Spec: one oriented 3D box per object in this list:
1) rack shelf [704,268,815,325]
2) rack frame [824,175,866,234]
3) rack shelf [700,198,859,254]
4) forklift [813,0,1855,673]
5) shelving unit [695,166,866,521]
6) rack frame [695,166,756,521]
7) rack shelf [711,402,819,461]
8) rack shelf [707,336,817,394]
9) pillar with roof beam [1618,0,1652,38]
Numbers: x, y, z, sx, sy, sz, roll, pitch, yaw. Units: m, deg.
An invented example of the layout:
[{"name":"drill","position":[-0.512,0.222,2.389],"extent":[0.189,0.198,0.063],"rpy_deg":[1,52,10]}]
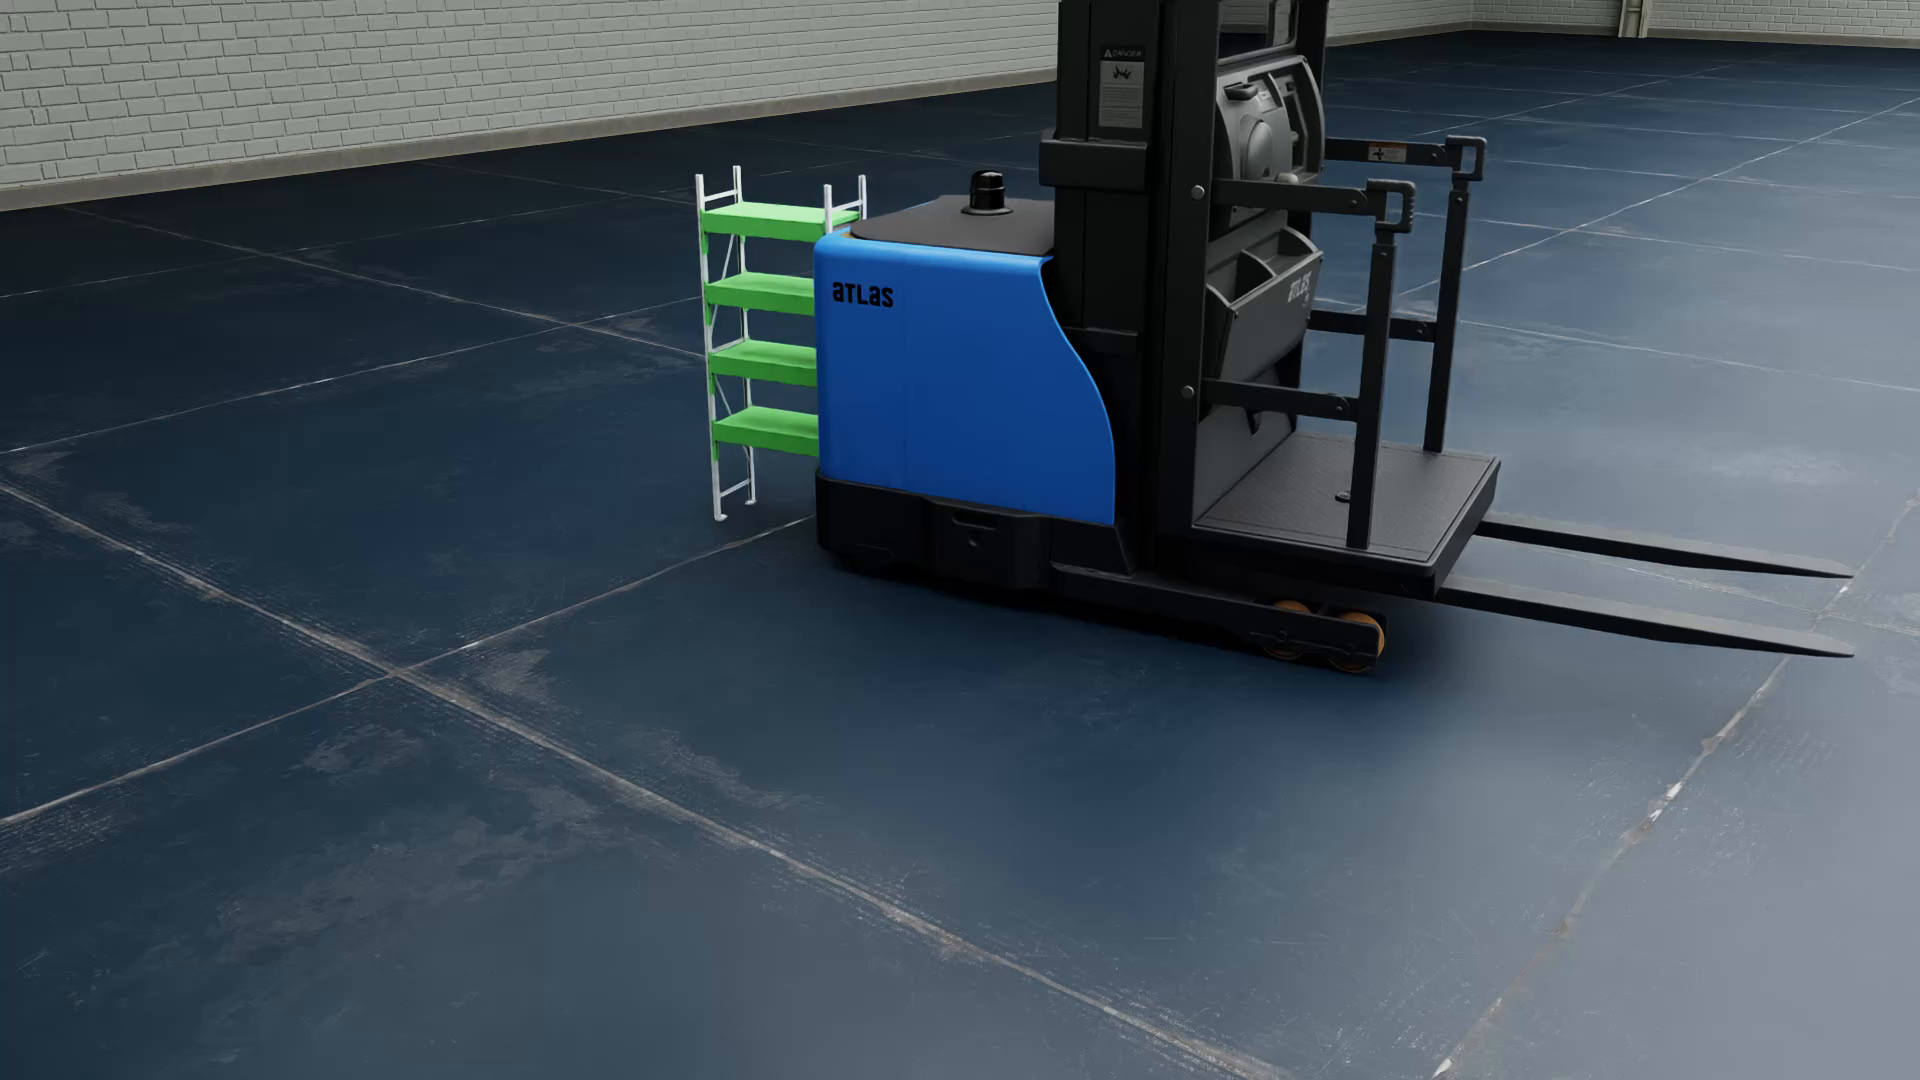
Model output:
[{"name":"rack shelf","position":[-0.586,-0.793,5.572],"extent":[0.480,0.148,0.258],"rpy_deg":[10,23,25]},{"name":"rack frame","position":[-0.368,-0.590,5.532],"extent":[0.015,1.200,0.240],"rpy_deg":[10,23,25]},{"name":"rack shelf","position":[-0.586,-1.018,5.488],"extent":[0.480,0.148,0.258],"rpy_deg":[10,23,25]},{"name":"forklift","position":[1.083,-1.212,4.728],"extent":[3.031,2.935,1.130],"rpy_deg":[10,23,25]},{"name":"shelving unit","position":[-0.586,-0.629,5.634],"extent":[0.503,1.200,0.258],"rpy_deg":[10,23,25]},{"name":"rack frame","position":[-0.804,-0.667,5.737],"extent":[0.015,1.200,0.240],"rpy_deg":[10,23,25]},{"name":"rack shelf","position":[-0.586,-0.344,5.742],"extent":[0.480,0.148,0.258],"rpy_deg":[10,23,25]},{"name":"rack shelf","position":[-0.586,-0.569,5.657],"extent":[0.480,0.148,0.258],"rpy_deg":[10,23,25]},{"name":"pillar with roof beam","position":[8.864,-11.701,23.945],"extent":[0.400,9.000,9.100],"rpy_deg":[16,26,36]}]
